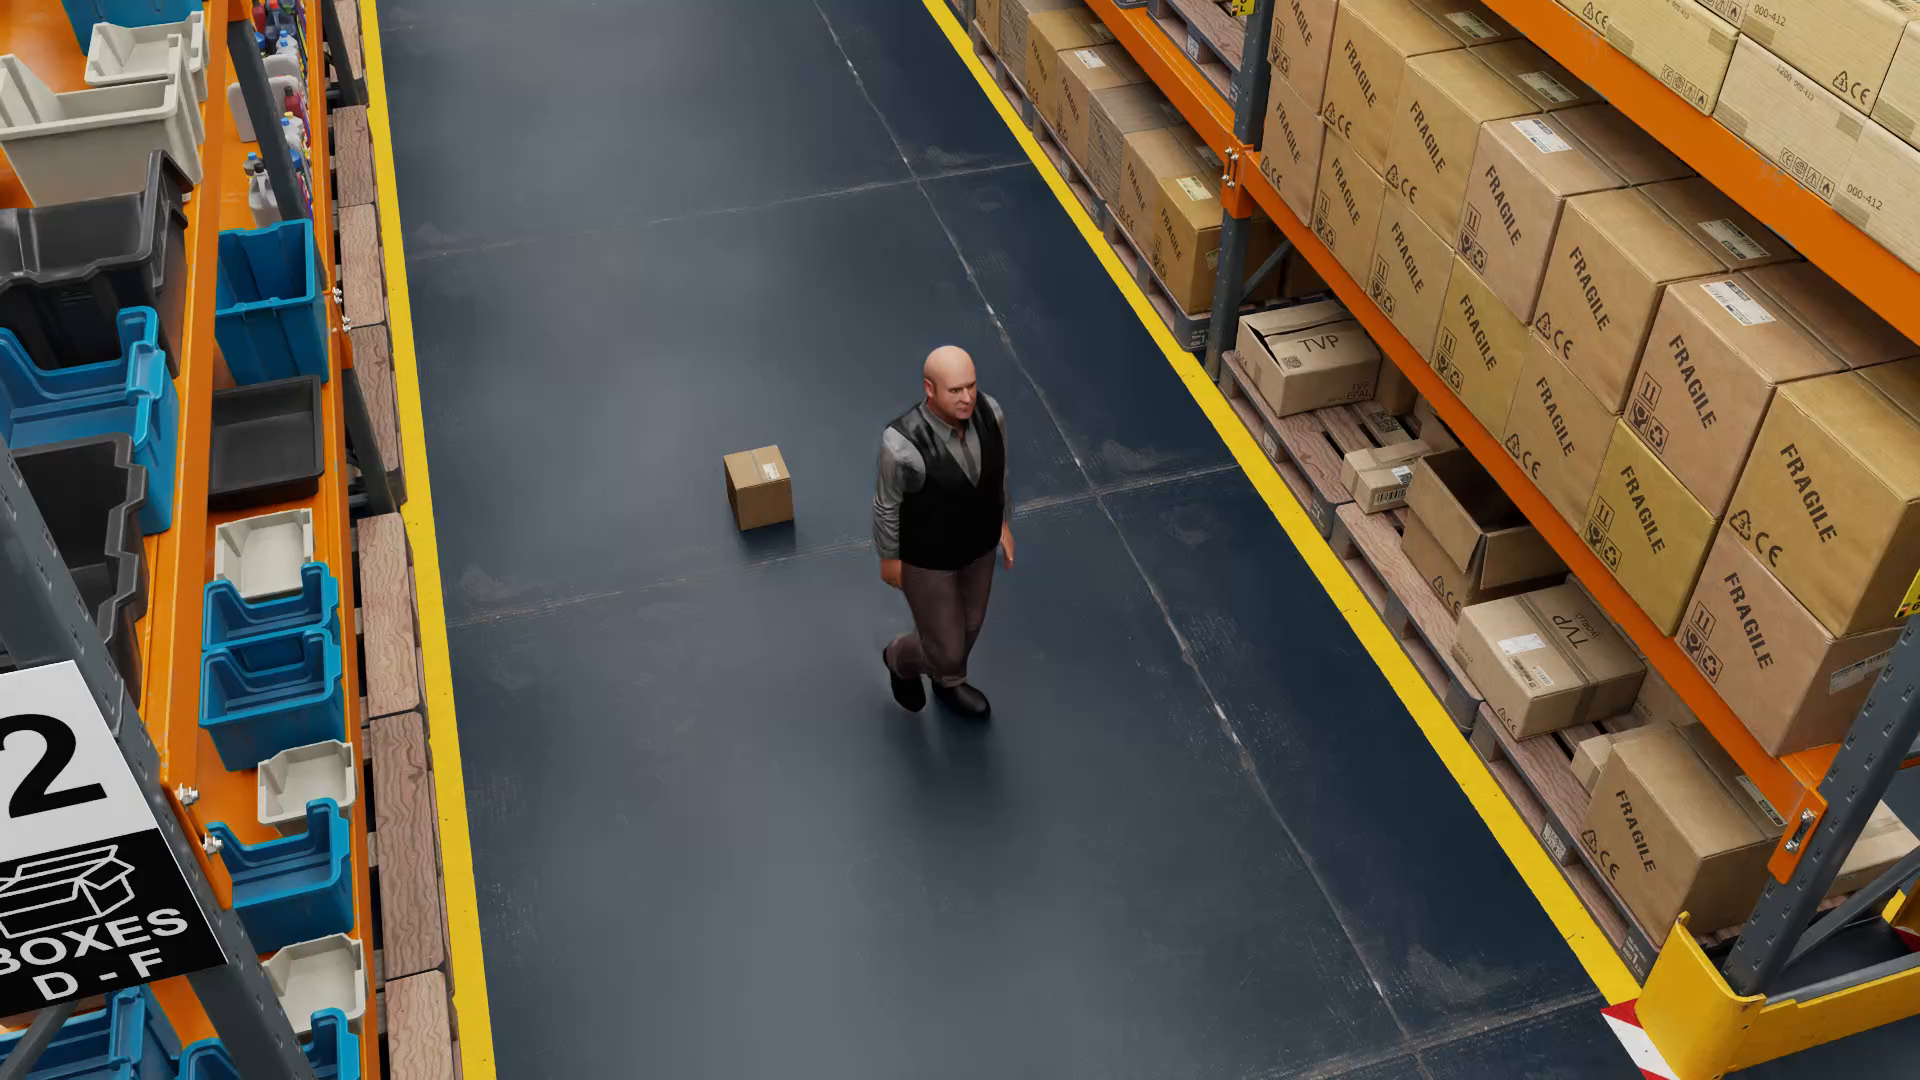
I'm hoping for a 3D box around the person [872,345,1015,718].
[{"bbox_3d":[-0.050,0.017,6.124,0.546,1.719,0.473,-30,50,-29],"label":"person"}]
